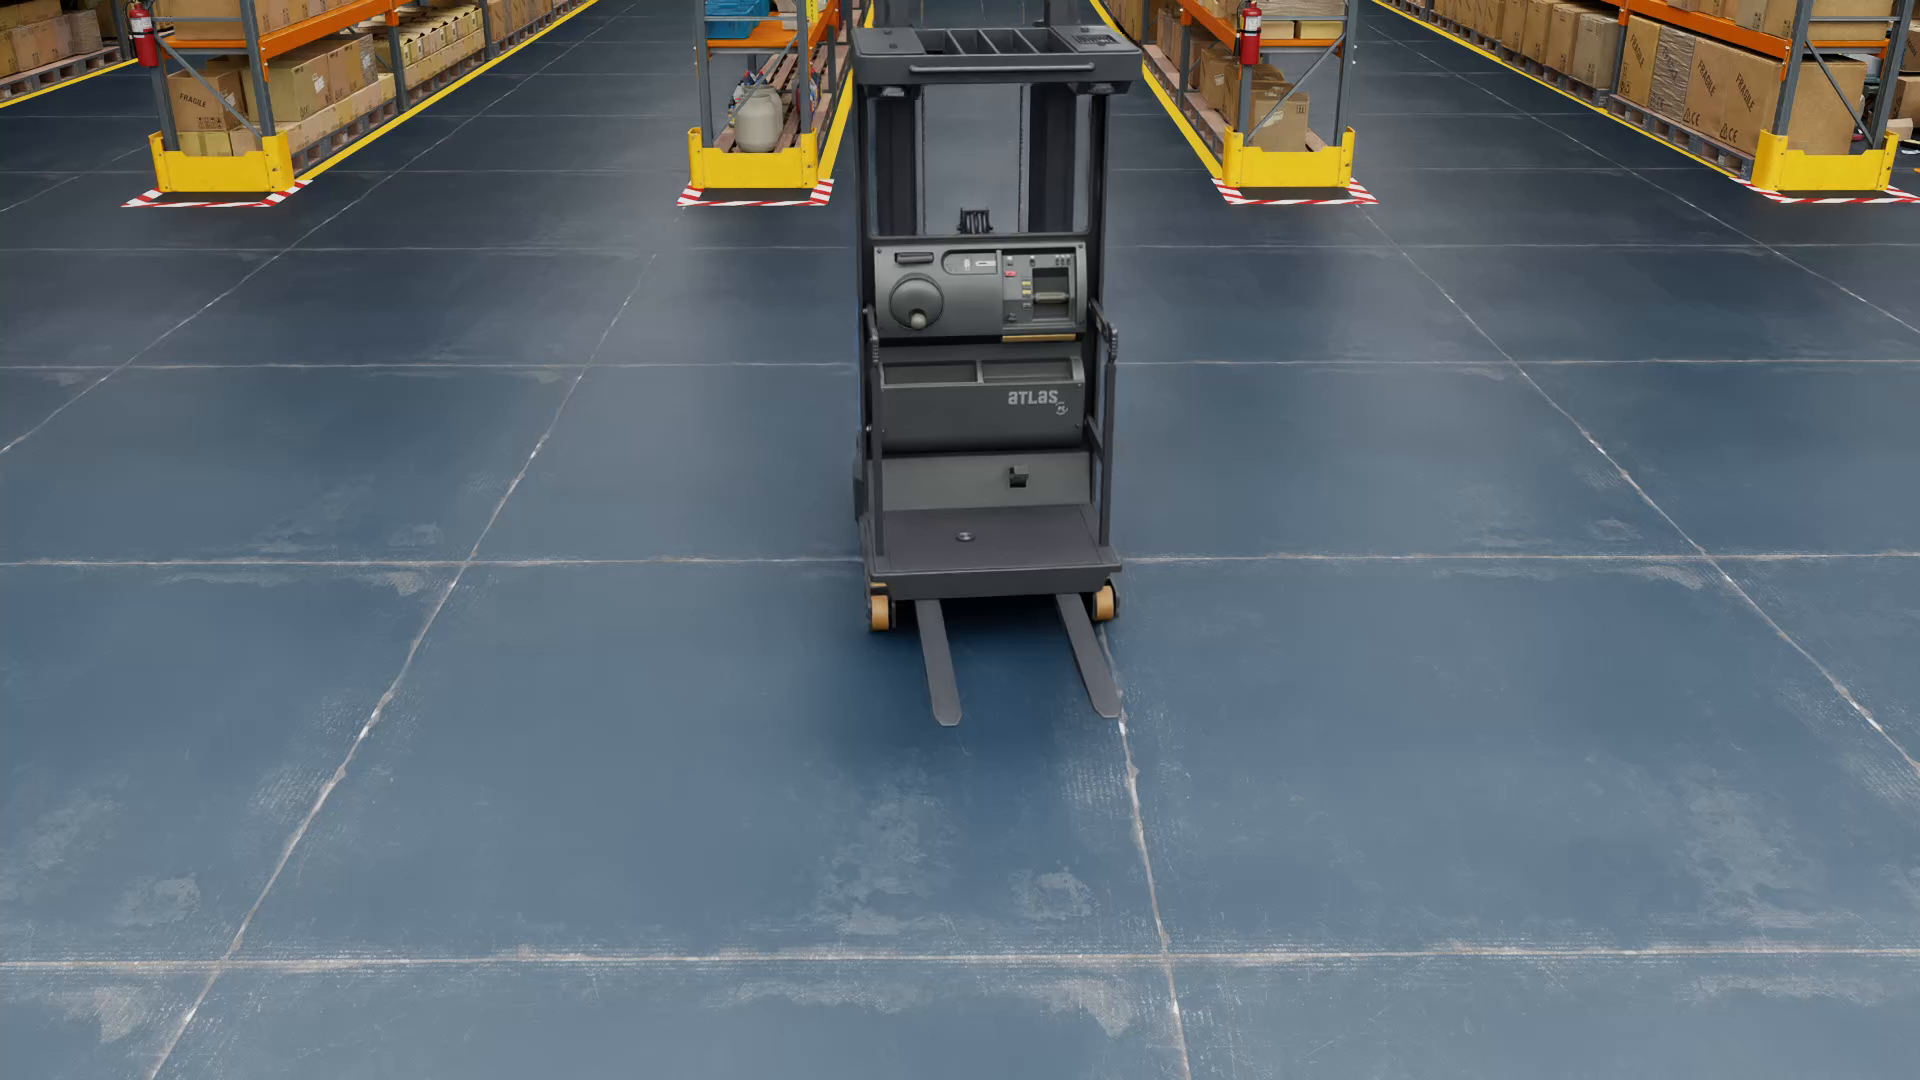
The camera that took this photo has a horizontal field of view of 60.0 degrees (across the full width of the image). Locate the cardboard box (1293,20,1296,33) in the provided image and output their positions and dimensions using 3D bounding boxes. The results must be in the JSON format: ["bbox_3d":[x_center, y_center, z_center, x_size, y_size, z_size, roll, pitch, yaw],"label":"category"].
[{"bbox_3d":[3.326,-4.814,15.558,0.380,0.149,0.250,0,24,-1],"label":"cardboard box"}]

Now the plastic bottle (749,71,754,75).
[{"bbox_3d":[-2.357,-5.156,18.788,0.097,0.271,0.097,0,24,0],"label":"plastic bottle"}]

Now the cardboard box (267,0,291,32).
[{"bbox_3d":[-6.835,-5.118,15.804,0.700,0.500,0.500,0,24,1],"label":"cardboard box"}]

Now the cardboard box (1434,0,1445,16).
[{"bbox_3d":[7.647,-8.379,25.659,0.500,0.500,0.500,1,24,1],"label":"cardboard box"}]

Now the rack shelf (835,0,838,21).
[{"bbox_3d":[-1.944,-6.829,20.582,1.077,0.370,4.000,0,24,-1],"label":"rack shelf"}]

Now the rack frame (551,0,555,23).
[{"bbox_3d":[-6.963,-9.608,25.854,1.000,3.000,0.127,0,24,-1],"label":"rack frame"}]

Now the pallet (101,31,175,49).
[{"bbox_3d":[-11.806,-6.991,23.451,1.003,0.211,1.213,0,24,-1],"label":"pallet"}]

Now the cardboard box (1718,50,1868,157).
[{"bbox_3d":[7.961,-4.189,15.942,0.875,0.875,0.875,0,24,0],"label":"cardboard box"}]

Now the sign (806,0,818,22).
[{"bbox_3d":[-1.329,-4.811,14.911,0.100,0.325,0.005,0,24,-1],"label":"sign"}]

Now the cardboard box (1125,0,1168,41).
[{"bbox_3d":[3.000,-7.511,23.285,1.225,0.875,0.875,-1,24,-3],"label":"cardboard box"}]

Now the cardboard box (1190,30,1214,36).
[{"bbox_3d":[3.059,-5.866,20.079,0.700,0.500,0.500,0,24,-1],"label":"cardboard box"}]

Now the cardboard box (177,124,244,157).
[{"bbox_3d":[-7.133,-3.822,15.887,0.500,0.250,0.500,0,24,-1],"label":"cardboard box"}]

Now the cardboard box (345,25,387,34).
[{"bbox_3d":[-7.182,-6.091,20.225,0.500,0.311,0.500,0,24,-1],"label":"cardboard box"}]

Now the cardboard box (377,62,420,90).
[{"bbox_3d":[-6.632,-5.417,19.415,0.500,0.250,0.500,-1,24,-2],"label":"cardboard box"}]

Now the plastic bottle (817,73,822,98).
[{"bbox_3d":[-1.587,-5.098,18.645,0.061,0.283,0.133,1,24,2],"label":"plastic bottle"}]

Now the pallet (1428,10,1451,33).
[{"bbox_3d":[7.914,-8.040,25.772,1.003,0.211,1.213,0,24,-1],"label":"pallet"}]

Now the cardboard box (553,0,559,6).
[{"bbox_3d":[-6.751,-8.757,26.702,0.500,0.311,0.500,0,24,-1],"label":"cardboard box"}]

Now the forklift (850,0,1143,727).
[{"bbox_3d":[0.115,-1.076,7.072,1.130,2.935,3.031,-2,24,-5],"label":"forklift"}]

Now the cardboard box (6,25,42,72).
[{"bbox_3d":[-11.875,-6.076,20.543,0.700,0.500,0.500,0,24,0],"label":"cardboard box"}]

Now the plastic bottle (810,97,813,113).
[{"bbox_3d":[-1.591,-4.531,17.406,0.097,0.271,0.097,0,24,0],"label":"plastic bottle"}]

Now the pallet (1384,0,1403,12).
[{"bbox_3d":[7.845,-9.142,28.207,1.003,0.211,1.213,0,24,-1],"label":"pallet"}]

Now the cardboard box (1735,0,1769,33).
[{"bbox_3d":[7.957,-5.135,15.781,0.875,0.550,0.550,0,24,-1],"label":"cardboard box"}]

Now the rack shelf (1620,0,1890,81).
[{"bbox_3d":[8.013,-5.183,16.944,1.077,0.370,4.000,0,24,-1],"label":"rack shelf"}]

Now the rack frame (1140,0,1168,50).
[{"bbox_3d":[2.987,-8.003,22.305,1.000,3.000,0.127,0,24,-1],"label":"rack frame"}]

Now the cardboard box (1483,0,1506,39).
[{"bbox_3d":[7.679,-7.306,23.288,0.500,0.500,0.500,0,24,-1],"label":"cardboard box"}]

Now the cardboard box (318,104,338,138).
[{"bbox_3d":[-6.629,-4.236,16.803,0.500,0.250,0.500,0,24,-1],"label":"cardboard box"}]

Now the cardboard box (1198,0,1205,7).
[{"bbox_3d":[2.726,-5.738,17.602,0.380,0.149,0.250,0,24,-1],"label":"cardboard box"}]

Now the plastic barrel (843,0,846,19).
[{"bbox_3d":[-2.013,-8.348,25.105,0.600,0.901,0.708,0,24,-1],"label":"plastic barrel"}]

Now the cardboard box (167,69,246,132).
[{"bbox_3d":[-7.135,-4.163,15.732,0.500,0.500,0.500,0,24,-1],"label":"cardboard box"}]

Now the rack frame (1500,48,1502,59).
[{"bbox_3d":[7.947,-7.984,22.262,1.000,3.000,0.127,0,24,-1],"label":"rack frame"}]

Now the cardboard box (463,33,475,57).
[{"bbox_3d":[-6.660,-6.470,21.743,0.500,0.250,0.500,-1,24,-1],"label":"cardboard box"}]

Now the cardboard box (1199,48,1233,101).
[{"bbox_3d":[2.995,-5.242,18.724,0.500,0.500,0.500,-1,24,-2],"label":"cardboard box"}]

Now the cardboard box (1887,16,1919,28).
[{"bbox_3d":[12.892,-6.809,22.343,0.950,0.372,0.625,-2,24,-4],"label":"cardboard box"}]

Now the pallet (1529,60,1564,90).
[{"bbox_3d":[7.891,-5.886,21.009,1.003,0.211,1.213,0,24,-1],"label":"pallet"}]

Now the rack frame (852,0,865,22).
[{"bbox_3d":[-2.010,-9.629,25.900,1.000,3.000,0.127,0,24,-1],"label":"rack frame"}]

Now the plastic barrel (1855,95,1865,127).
[{"bbox_3d":[9.537,-4.701,18.130,0.512,0.421,0.421,19,30,35],"label":"plastic barrel"}]

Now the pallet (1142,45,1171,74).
[{"bbox_3d":[2.994,-6.410,22.167,1.003,0.211,1.213,0,24,-1],"label":"pallet"}]

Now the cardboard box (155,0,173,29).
[{"bbox_3d":[-11.753,-7.813,23.983,0.750,0.750,0.750,0,24,-1],"label":"cardboard box"}]

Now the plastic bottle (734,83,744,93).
[{"bbox_3d":[-2.320,-4.662,17.598,0.144,0.351,0.185,1,24,2],"label":"plastic bottle"}]

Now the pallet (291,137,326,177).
[{"bbox_3d":[-6.882,-3.708,16.192,1.003,0.211,1.213,0,24,-1],"label":"pallet"}]

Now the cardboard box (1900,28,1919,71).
[{"bbox_3d":[11.160,-5.585,19.073,0.500,0.500,0.500,0,24,-1],"label":"cardboard box"}]

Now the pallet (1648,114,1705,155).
[{"bbox_3d":[7.937,-4.247,17.384,1.003,0.211,1.213,0,24,-1],"label":"pallet"}]

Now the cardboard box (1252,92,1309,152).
[{"bbox_3d":[3.084,-4.016,16.014,0.500,0.500,0.500,4,25,9],"label":"cardboard box"}]

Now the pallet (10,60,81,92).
[{"bbox_3d":[-11.855,-5.842,20.911,1.003,0.211,1.213,0,24,-1],"label":"pallet"}]

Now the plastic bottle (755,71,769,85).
[{"bbox_3d":[-2.184,-4.992,18.328,0.144,0.351,0.185,0,24,-1],"label":"plastic bottle"}]

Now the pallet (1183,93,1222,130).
[{"bbox_3d":[3.073,-4.808,18.624,1.003,0.211,1.213,0,24,-1],"label":"pallet"}]

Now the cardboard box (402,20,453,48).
[{"bbox_3d":[-6.649,-6.311,20.710,0.500,0.311,0.500,0,24,1],"label":"cardboard box"}]

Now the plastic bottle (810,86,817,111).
[{"bbox_3d":[-1.624,-4.749,17.881,0.152,0.276,0.135,0,24,0],"label":"plastic bottle"}]

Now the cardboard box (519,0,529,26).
[{"bbox_3d":[-6.661,-7.848,24.461,0.500,0.500,0.500,-1,24,-2],"label":"cardboard box"}]

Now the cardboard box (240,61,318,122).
[{"bbox_3d":[-6.623,-4.372,16.193,0.500,0.500,0.500,0,24,-1],"label":"cardboard box"}]

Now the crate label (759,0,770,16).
[{"bbox_3d":[-2.169,-5.457,16.634,0.502,0.435,0.616,0,24,-1],"label":"crate label"}]

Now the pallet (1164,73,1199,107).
[{"bbox_3d":[3.020,-5.405,19.944,1.003,0.211,1.213,0,24,-1],"label":"pallet"}]

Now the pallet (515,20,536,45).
[{"bbox_3d":[-6.900,-7.499,24.574,1.003,0.211,1.213,0,24,-1],"label":"pallet"}]
